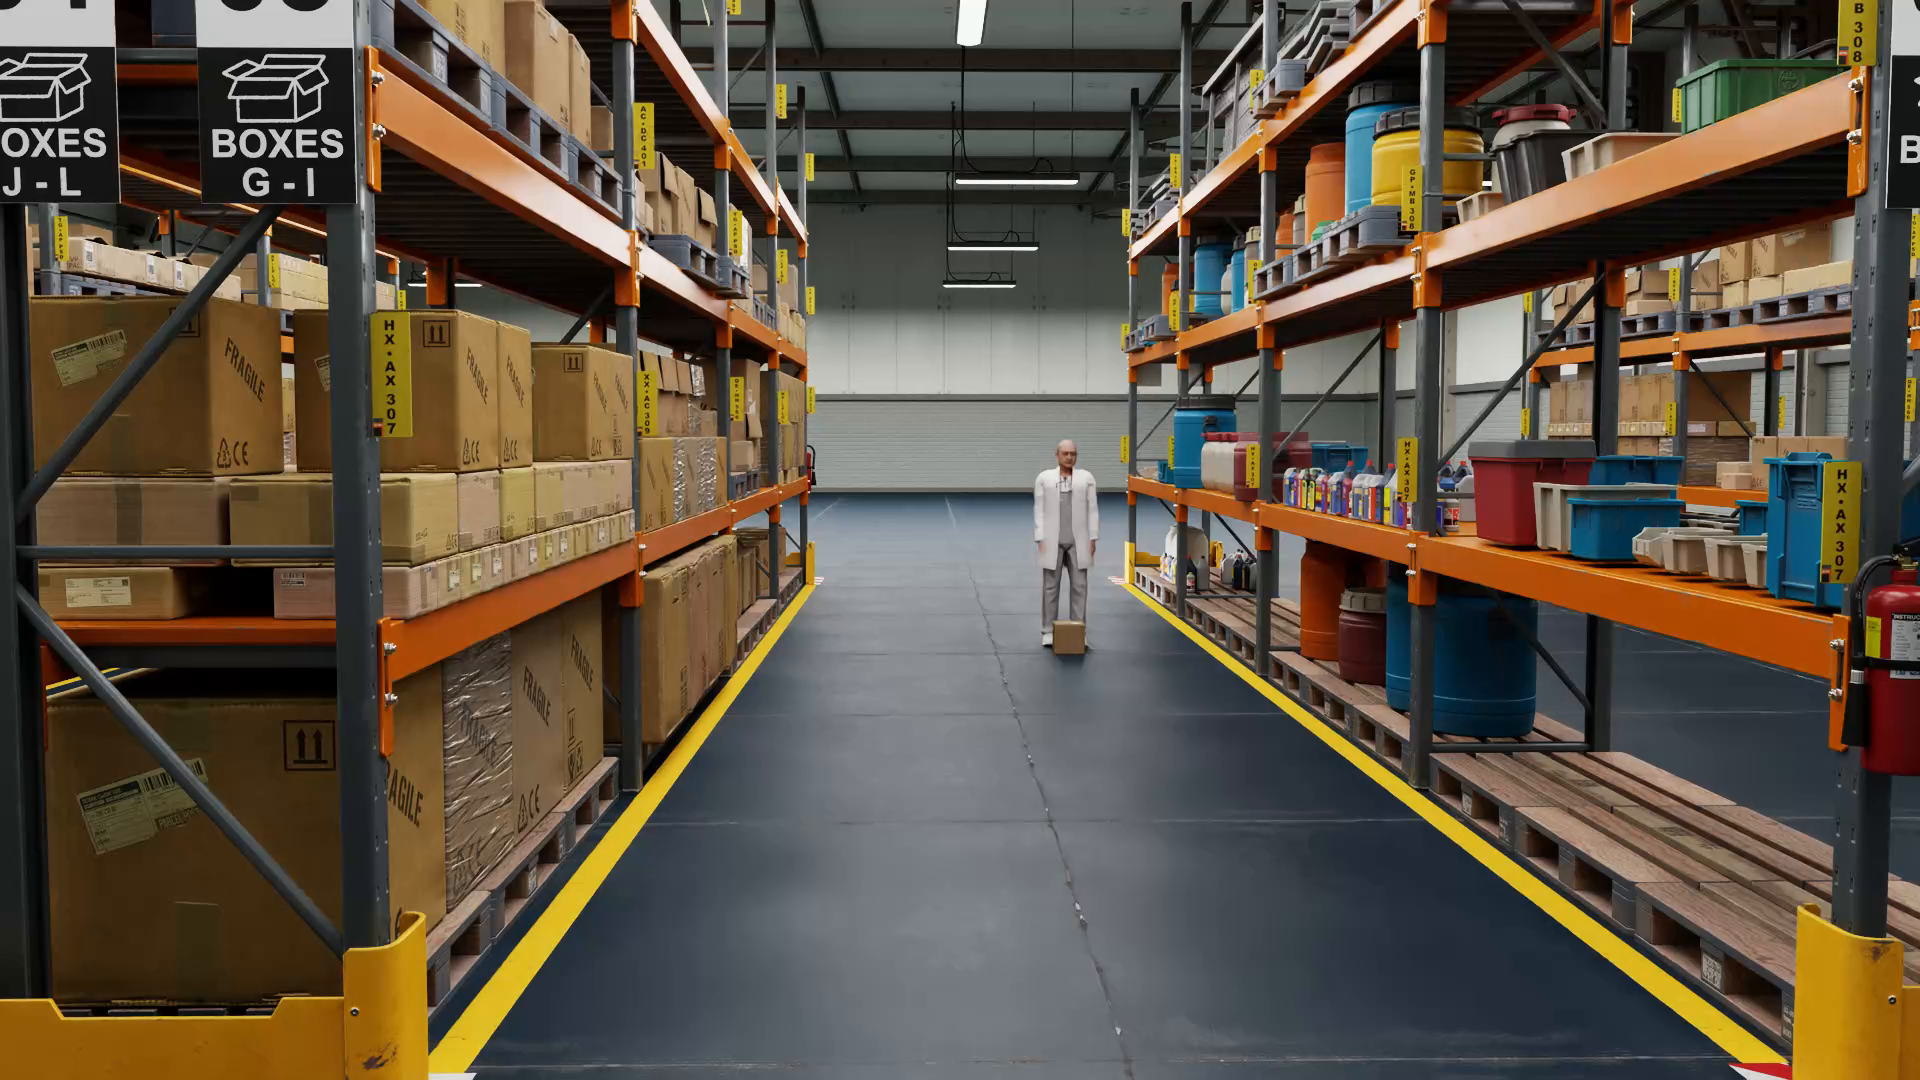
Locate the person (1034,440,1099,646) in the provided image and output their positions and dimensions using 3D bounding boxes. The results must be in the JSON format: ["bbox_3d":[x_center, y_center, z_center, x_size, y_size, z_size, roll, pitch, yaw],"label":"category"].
[{"bbox_3d":[0.922,0.023,14.351,0.564,1.776,0.386,0,4,0],"label":"person"}]
